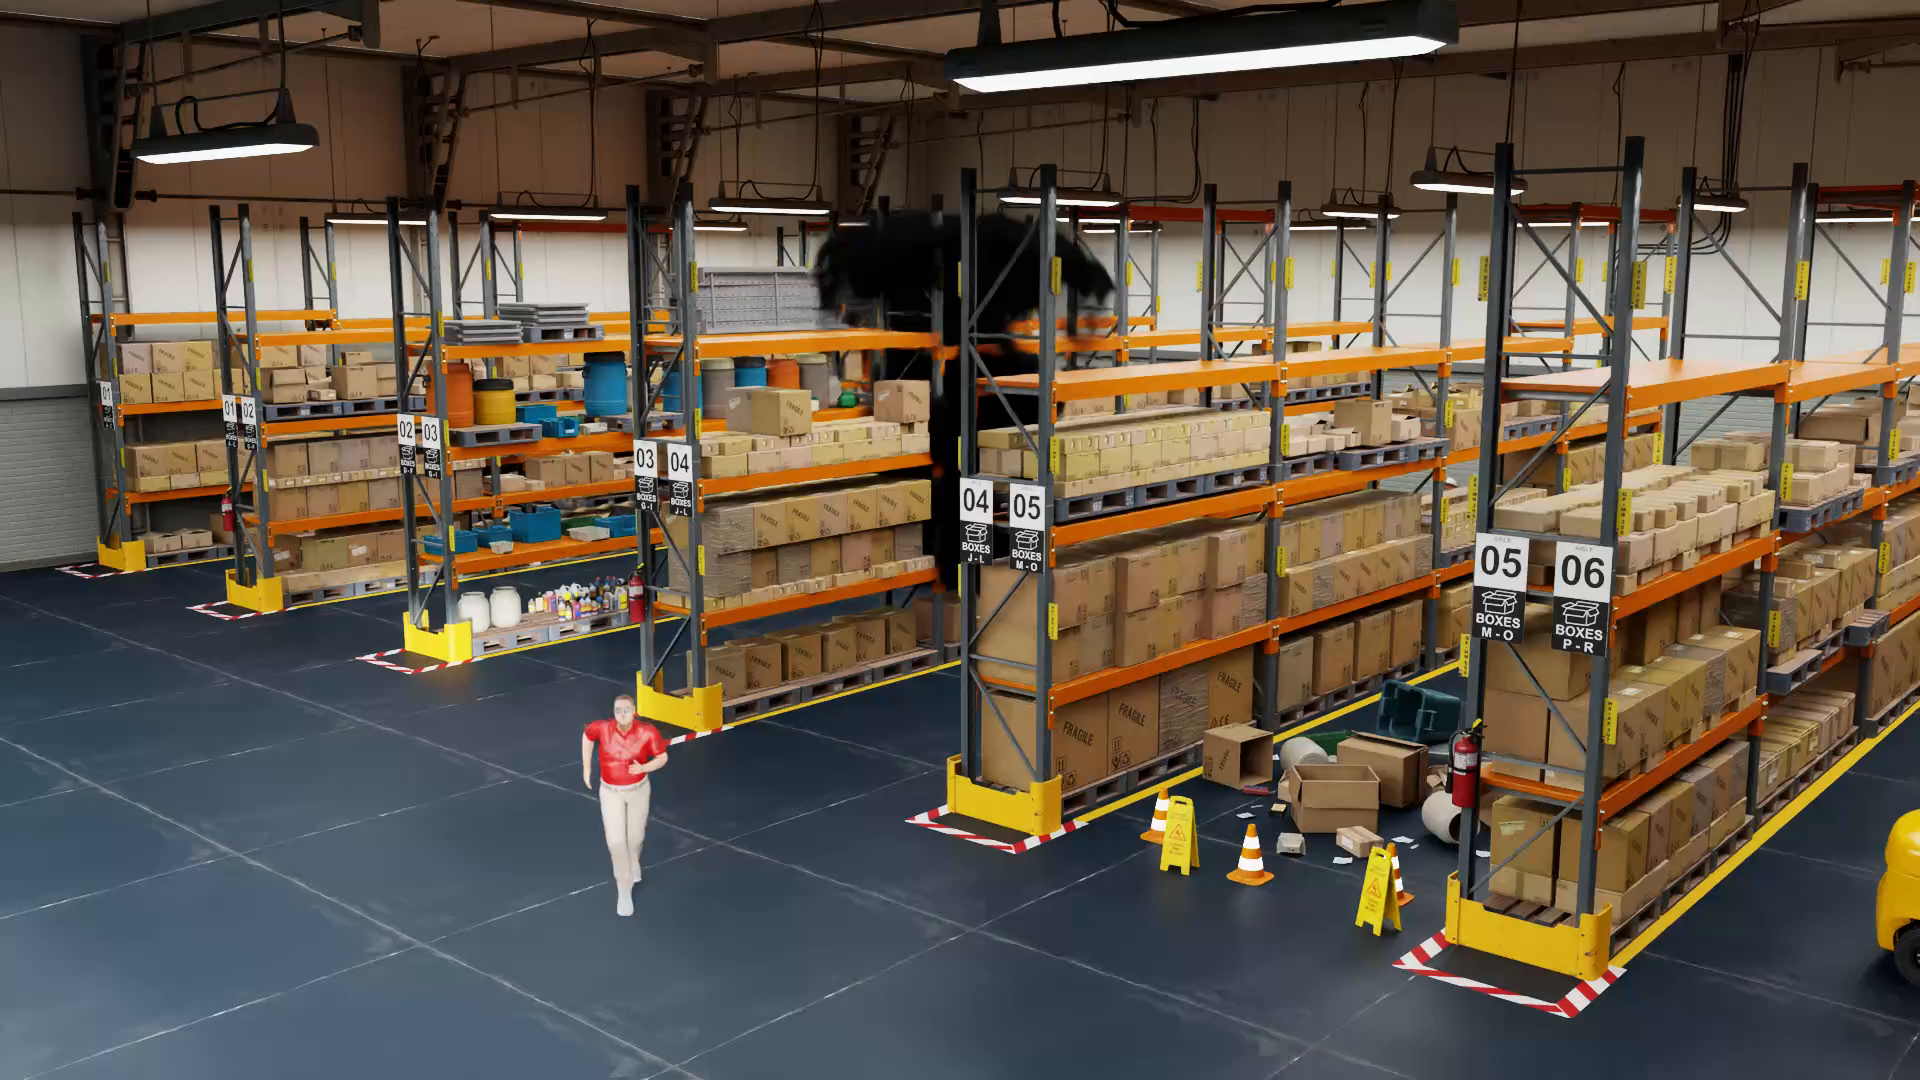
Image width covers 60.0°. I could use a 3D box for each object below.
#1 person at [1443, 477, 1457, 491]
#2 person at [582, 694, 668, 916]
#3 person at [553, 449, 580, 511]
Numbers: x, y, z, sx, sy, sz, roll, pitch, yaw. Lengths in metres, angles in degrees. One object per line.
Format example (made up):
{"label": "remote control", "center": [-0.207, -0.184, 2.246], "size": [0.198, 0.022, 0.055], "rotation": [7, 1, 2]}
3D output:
{"label": "person", "center": [7.786, -0.097, 26.512], "size": [0.818, 1.804, 0.667], "rotation": [-8, 13, -41]}
{"label": "person", "center": [-2.728, 2.103, 13.593], "size": [0.687, 1.784, 0.874], "rotation": [-2, 10, -10]}
{"label": "person", "center": [-7.672, -1.088, 32.486], "size": [0.755, 1.729, 0.812], "rotation": [6, 11, 34]}
